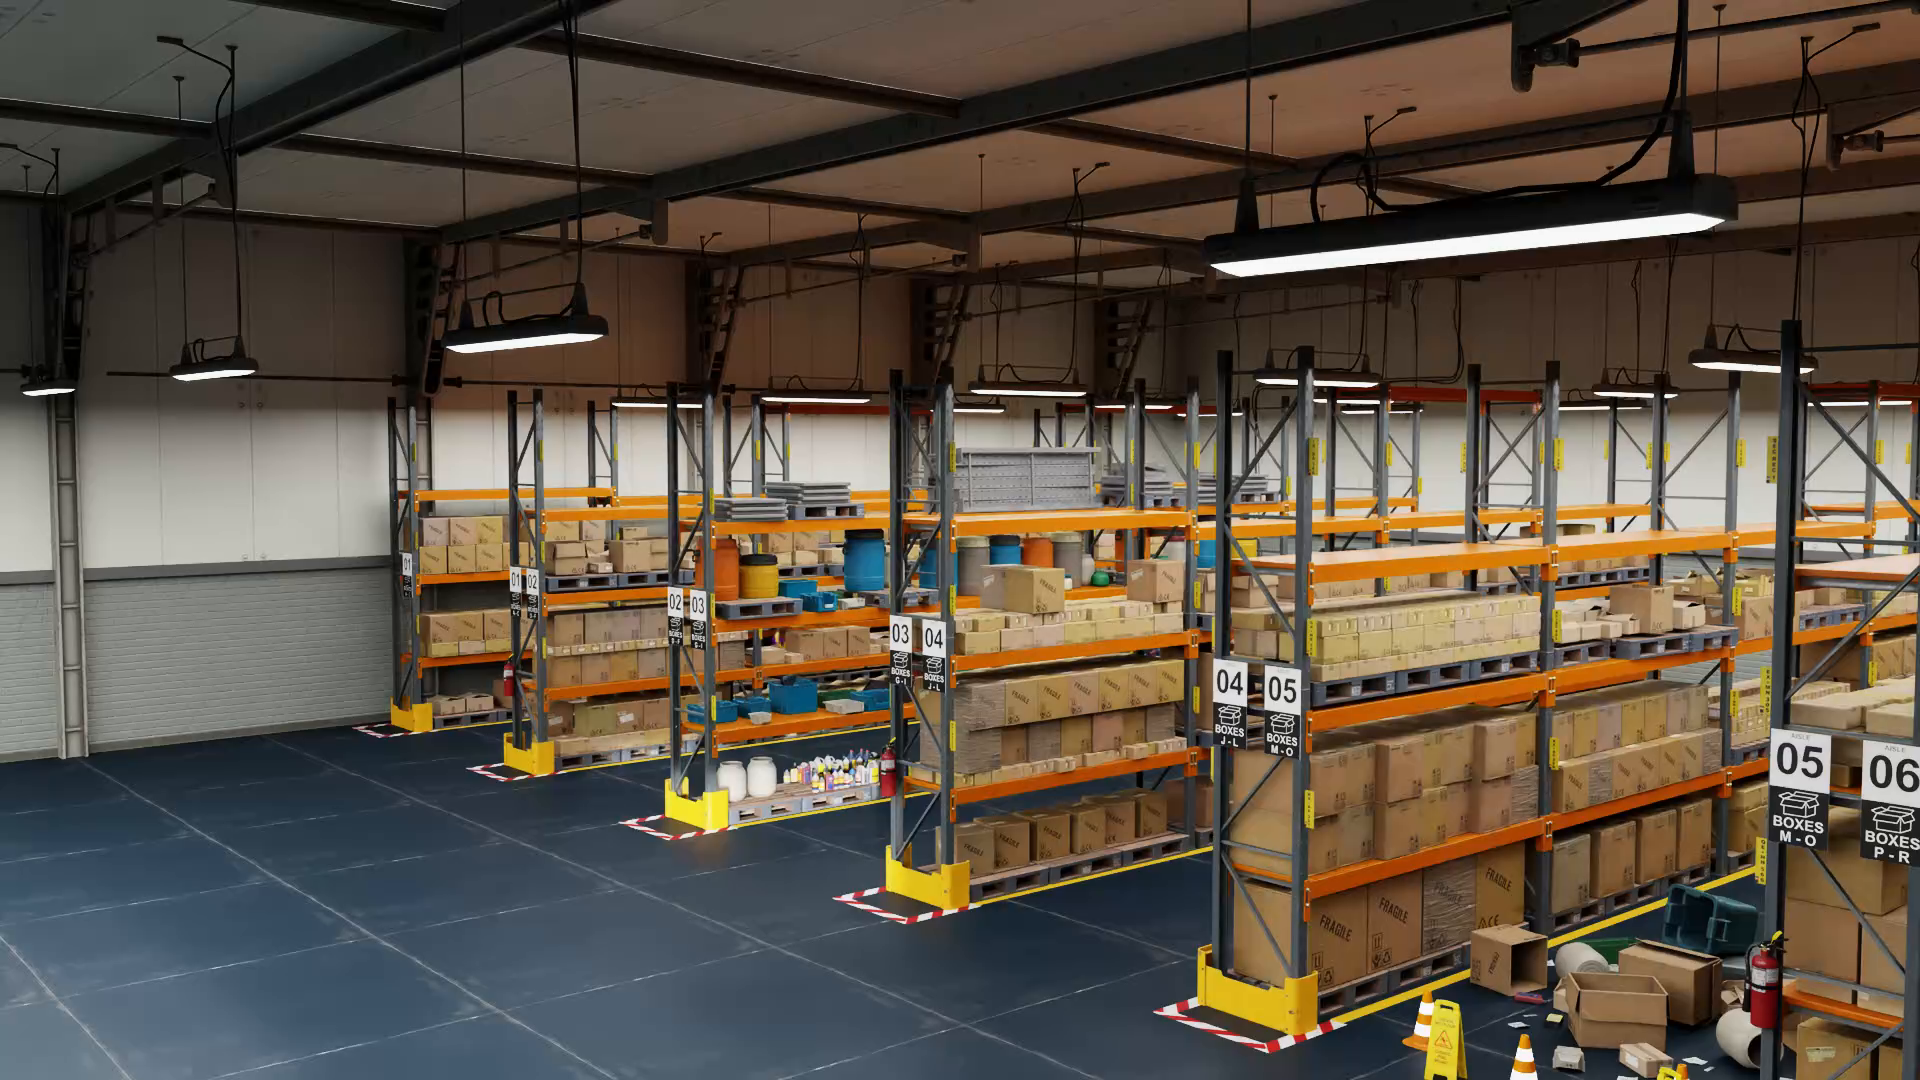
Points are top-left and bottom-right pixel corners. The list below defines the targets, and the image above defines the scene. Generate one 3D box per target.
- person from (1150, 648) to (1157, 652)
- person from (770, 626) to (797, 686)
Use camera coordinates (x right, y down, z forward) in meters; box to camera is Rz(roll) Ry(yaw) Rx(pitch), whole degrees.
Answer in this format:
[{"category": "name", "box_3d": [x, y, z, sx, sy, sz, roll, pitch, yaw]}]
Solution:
[{"category": "person", "box_3d": [3.756, 2.502, 30.950, 0.667, 1.724, 0.699, -3, 4, -37]}, {"category": "person", "box_3d": [-3.344, 2.395, 32.625, 0.715, 1.736, 0.978, 3, 4, 37]}]
